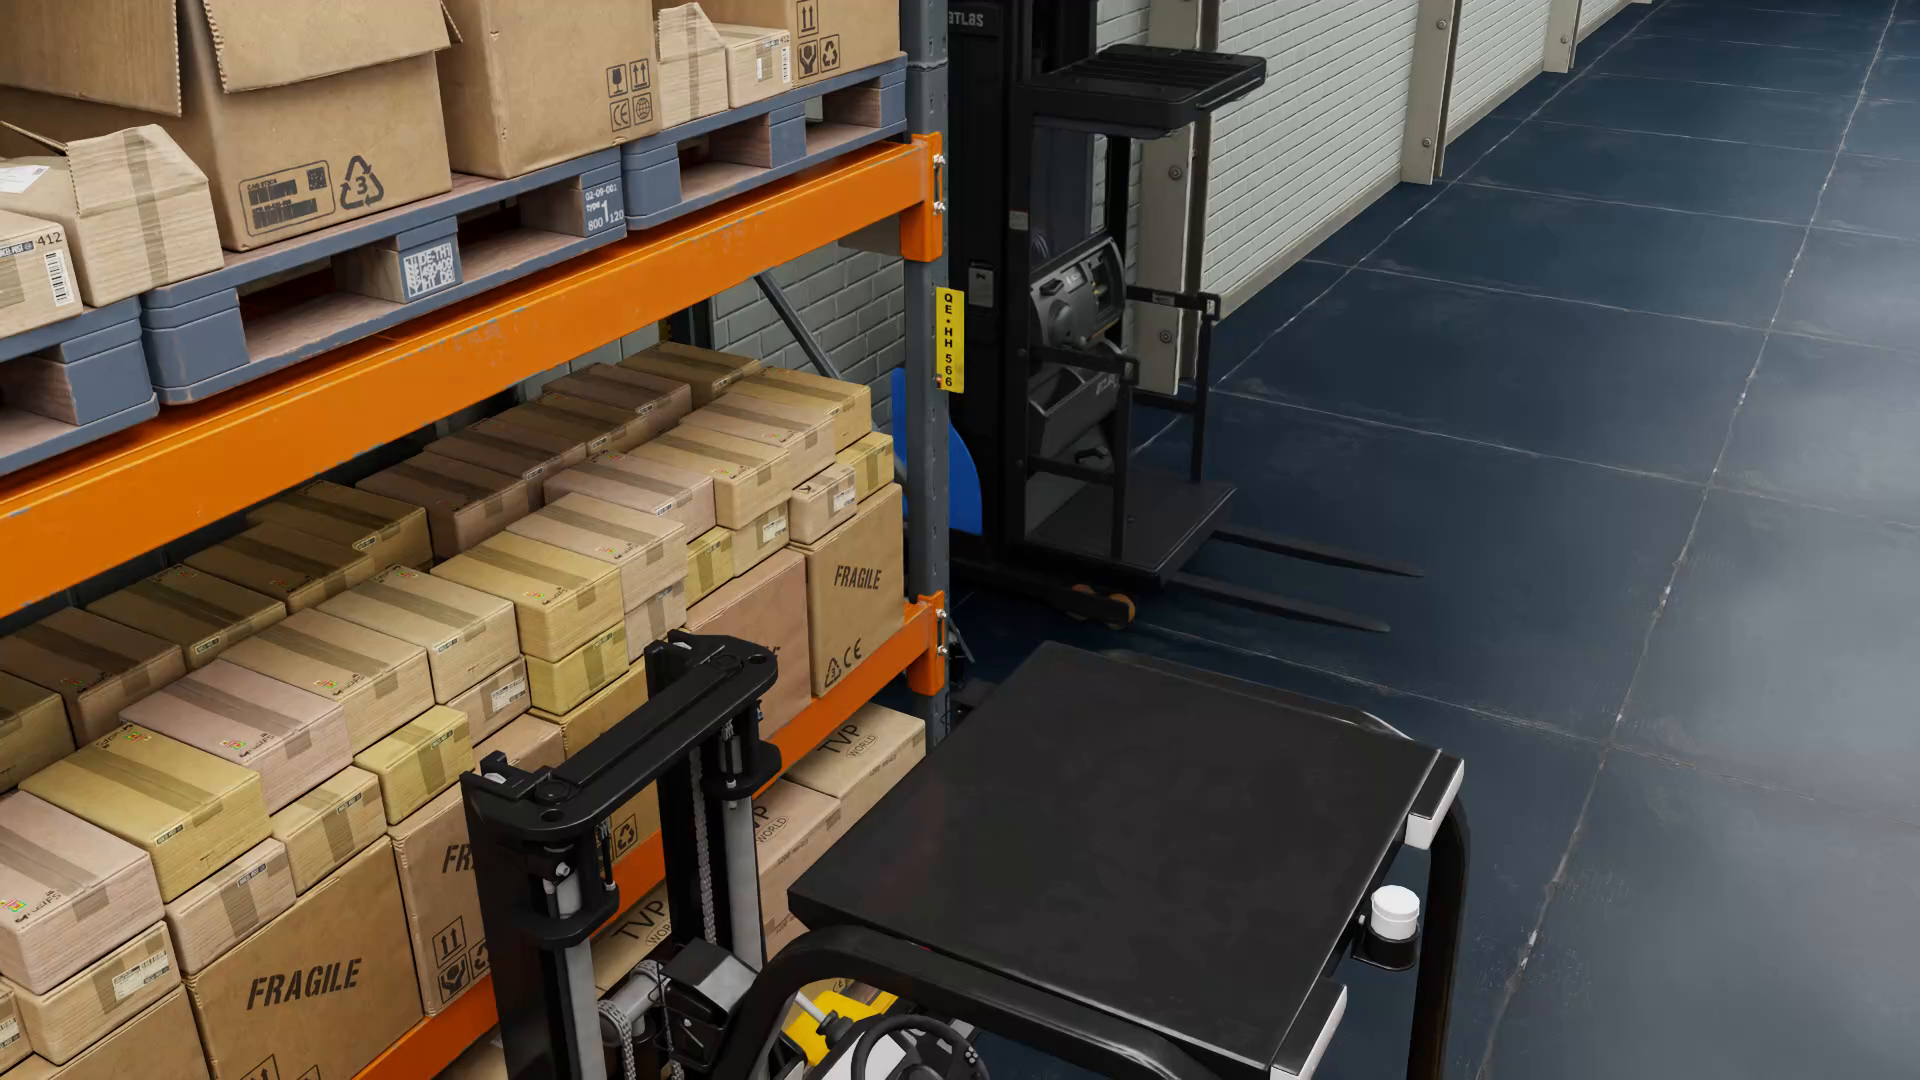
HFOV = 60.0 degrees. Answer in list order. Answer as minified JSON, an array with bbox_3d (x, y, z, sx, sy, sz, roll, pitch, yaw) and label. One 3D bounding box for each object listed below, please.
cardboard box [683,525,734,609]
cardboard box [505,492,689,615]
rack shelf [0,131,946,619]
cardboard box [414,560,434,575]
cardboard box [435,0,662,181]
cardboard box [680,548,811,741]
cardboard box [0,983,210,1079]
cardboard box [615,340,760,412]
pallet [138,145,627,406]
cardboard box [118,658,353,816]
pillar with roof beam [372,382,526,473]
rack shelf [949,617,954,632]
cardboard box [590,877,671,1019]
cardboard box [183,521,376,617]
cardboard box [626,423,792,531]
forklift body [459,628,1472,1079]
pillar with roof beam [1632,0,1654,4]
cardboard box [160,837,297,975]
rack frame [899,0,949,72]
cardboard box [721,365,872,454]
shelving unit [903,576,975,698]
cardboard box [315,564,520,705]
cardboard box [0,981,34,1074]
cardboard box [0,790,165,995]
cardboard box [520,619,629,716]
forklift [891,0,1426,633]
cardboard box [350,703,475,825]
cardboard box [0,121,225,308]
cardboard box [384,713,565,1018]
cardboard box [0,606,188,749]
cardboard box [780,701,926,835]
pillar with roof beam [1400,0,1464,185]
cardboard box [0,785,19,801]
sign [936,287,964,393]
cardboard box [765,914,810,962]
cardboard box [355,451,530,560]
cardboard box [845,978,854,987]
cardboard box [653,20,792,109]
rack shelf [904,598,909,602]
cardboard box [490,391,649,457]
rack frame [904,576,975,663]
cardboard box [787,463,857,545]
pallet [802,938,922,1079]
[{"bbox_3d":[-0.838,0.043,4.477,0.380,0.149,0.250,14,30,26],"label":"cardboard box"},{"bbox_3d":[-0.909,0.029,4.173,0.380,0.149,0.250,15,30,27],"label":"cardboard box"},{"bbox_3d":[-1.482,-0.347,3.546,1.077,0.370,4.000,14,30,26],"label":"rack shelf"},{"bbox_3d":[-1.586,0.119,4.326,0.380,0.149,0.250,15,30,28],"label":"cardboard box"},{"bbox_3d":[-1.095,-1.122,3.598,0.700,0.500,0.500,14,30,26],"label":"cardboard box"},{"bbox_3d":[-0.775,0.298,4.692,0.500,0.500,0.500,15,30,28],"label":"cardboard box"},{"bbox_3d":[-1.779,1.085,3.120,0.500,0.500,0.500,15,30,27],"label":"cardboard box"},{"bbox_3d":[-0.850,-0.491,5.211,0.380,0.149,0.250,14,30,25],"label":"cardboard box"},{"bbox_3d":[-1.468,-0.662,3.469,1.003,0.211,1.213,14,30,26],"label":"pallet"},{"bbox_3d":[-1.486,0.406,3.420,0.380,0.149,0.250,14,30,26],"label":"cardboard box"},{"bbox_3d":[2.122,-1.769,2.231,9.100,9.000,0.400,14,30,26],"label":"pillar with roof beam"},{"bbox_3d":[-0.157,0.464,7.581,0.258,0.200,0.077,-7,28,-14],"label":"rack shelf"},{"bbox_3d":[-0.939,1.135,4.618,0.500,0.250,0.500,15,30,27],"label":"cardboard box"},{"bbox_3d":[-1.636,0.105,4.020,0.380,0.149,0.250,14,30,26],"label":"cardboard box"},{"bbox_3d":[-0.691,-0.178,4.586,0.380,0.149,0.250,15,30,27],"label":"cardboard box"},{"bbox_3d":[0.157,1.413,3.524,2.313,2.155,1.214,14,30,26],"label":"forklift body"},{"bbox_3d":[13.929,-11.122,20.916,9.100,9.000,0.400,14,30,26],"label":"pillar with roof beam"},{"bbox_3d":[-1.534,0.660,3.244,0.380,0.149,0.250,14,30,26],"label":"cardboard box"},{"bbox_3d":[-0.499,-2.790,4.270,1.000,3.000,0.127,14,30,26],"label":"rack frame"},{"bbox_3d":[-0.491,-0.389,5.007,0.380,0.149,0.250,14,30,26],"label":"cardboard box"},{"bbox_3d":[-0.173,0.439,7.629,0.258,0.210,0.900,-7,28,-14],"label":"shelving unit"},{"bbox_3d":[-1.241,0.210,3.811,0.380,0.149,0.250,15,30,27],"label":"cardboard box"},{"bbox_3d":[-1.851,0.842,2.881,0.380,0.149,0.250,14,30,26],"label":"cardboard box"},{"bbox_3d":[-1.667,0.624,2.984,0.380,0.149,0.250,15,30,27],"label":"cardboard box"},{"bbox_3d":[-1.035,0.260,4.043,0.380,0.149,0.250,14,30,26],"label":"cardboard box"},{"bbox_3d":[0.743,-1.158,7.789,3.031,2.935,1.130,14,30,26],"label":"forklift"},{"bbox_3d":[-1.302,0.452,3.659,0.380,0.149,0.250,14,30,25],"label":"cardboard box"},{"bbox_3d":[-1.472,-0.574,2.763,0.396,0.266,0.258,13,30,25],"label":"cardboard box"},{"bbox_3d":[-1.265,0.696,3.897,0.500,0.500,0.500,14,30,26],"label":"cardboard box"},{"bbox_3d":[-1.914,0.301,3.629,0.380,0.149,0.250,14,30,26],"label":"cardboard box"},{"bbox_3d":[-0.454,0.736,5.415,0.500,0.250,0.500,15,30,28],"label":"cardboard box"},{"bbox_3d":[8.026,-6.446,11.573,9.100,9.000,0.400,14,30,26],"label":"pillar with roof beam"},{"bbox_3d":[-2.004,0.543,3.478,0.380,0.149,0.250,15,30,28],"label":"cardboard box"},{"bbox_3d":[-0.033,-0.606,5.051,0.100,0.325,0.005,14,30,26],"label":"sign"},{"bbox_3d":[-0.722,1.163,5.120,0.500,0.250,0.500,14,30,26],"label":"cardboard box"},{"bbox_3d":[-1.368,-0.089,4.408,0.380,0.149,0.250,15,30,28],"label":"cardboard box"},{"bbox_3d":[-0.455,1.187,5.630,0.500,0.250,0.500,14,30,26],"label":"cardboard box"},{"bbox_3d":[-0.642,-1.179,4.103,0.380,0.149,0.250,13,30,25],"label":"cardboard box"},{"bbox_3d":[-0.232,0.346,7.812,0.258,0.200,0.077,-7,28,-14],"label":"rack shelf"},{"bbox_3d":[-1.125,-0.290,4.811,0.380,0.149,0.250,15,30,27],"label":"cardboard box"},{"bbox_3d":[-0.173,0.349,7.583,0.240,0.006,0.900,-7,28,-14],"label":"rack frame"},{"bbox_3d":[-0.525,-0.139,4.840,0.380,0.149,0.250,15,30,27],"label":"cardboard box"},{"bbox_3d":[-0.838,1.447,5.623,1.003,0.211,1.213,14,30,26],"label":"pallet"}]
